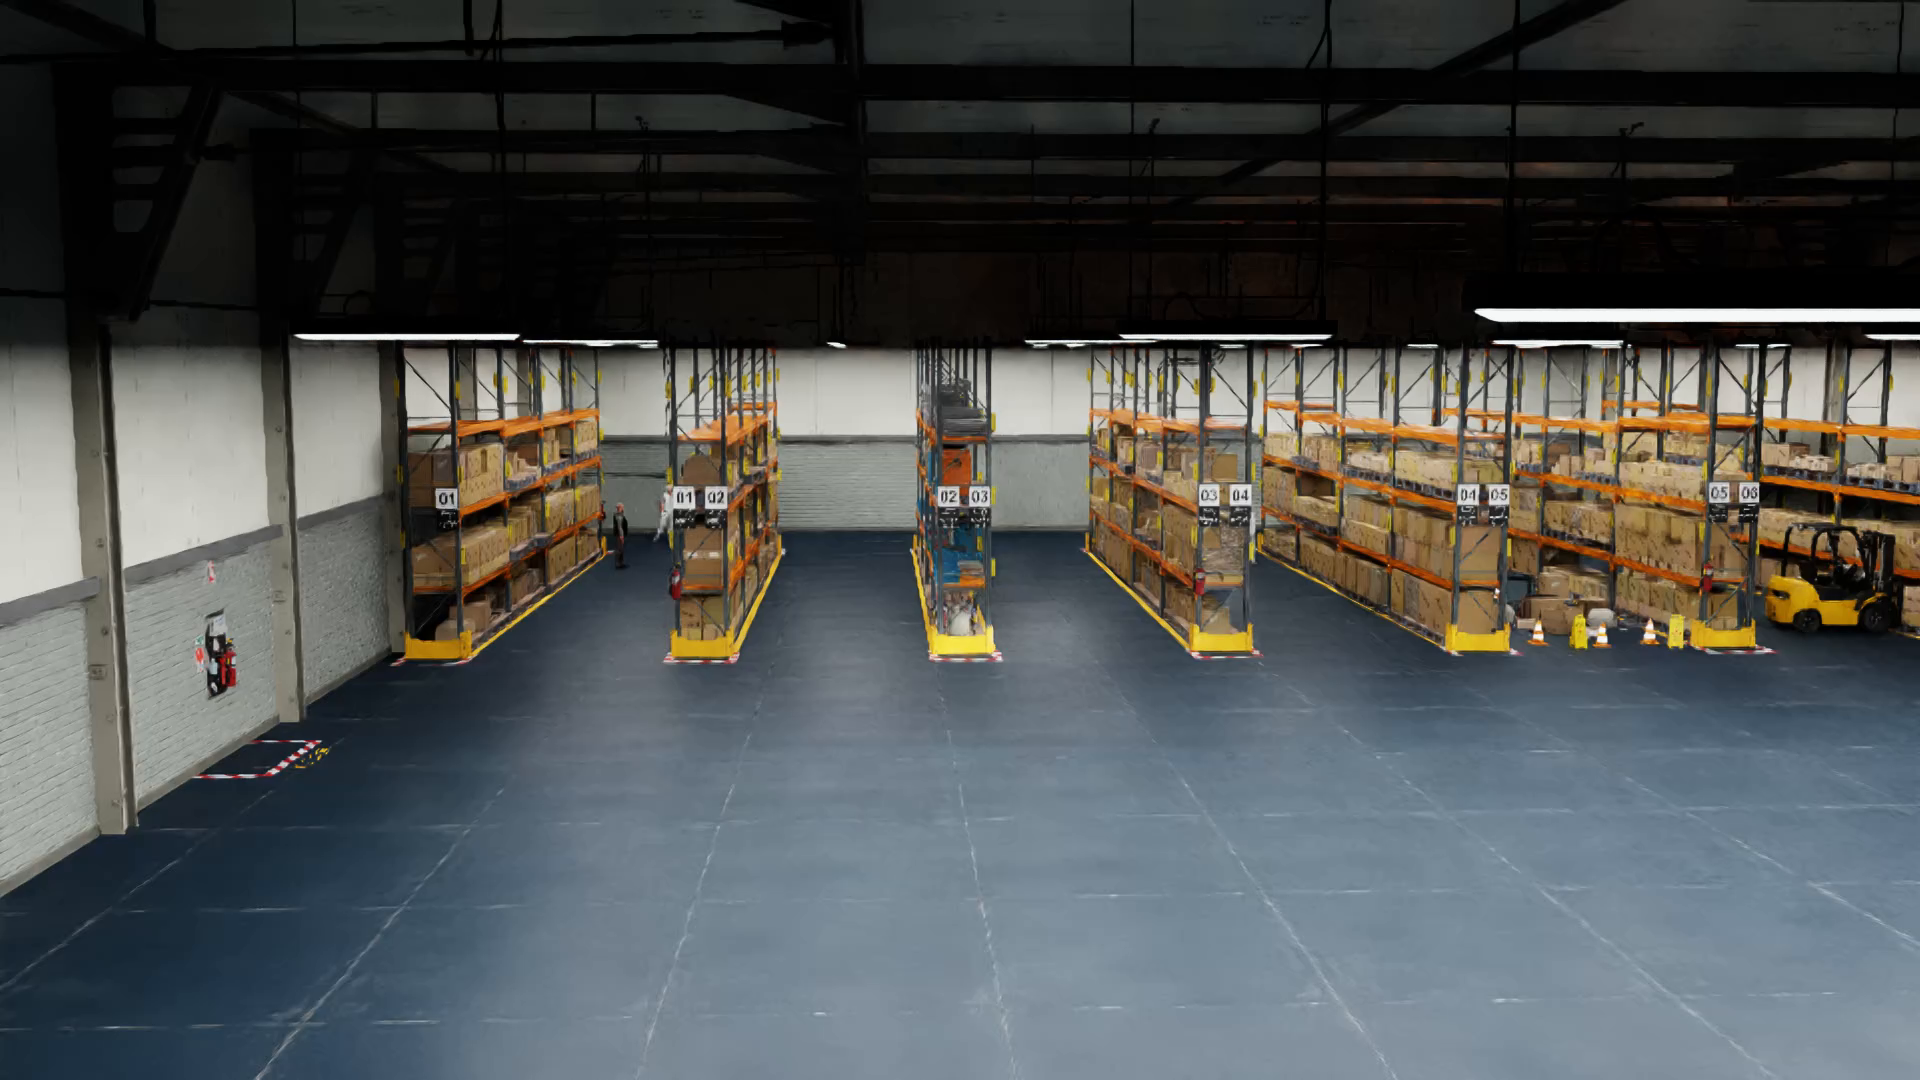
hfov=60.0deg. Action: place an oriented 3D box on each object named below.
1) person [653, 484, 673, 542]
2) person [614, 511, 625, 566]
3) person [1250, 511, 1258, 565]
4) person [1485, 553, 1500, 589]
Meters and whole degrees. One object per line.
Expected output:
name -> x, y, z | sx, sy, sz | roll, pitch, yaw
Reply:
person -> -8.850, -0.824, 49.885 | 0.740, 1.779, 0.530 | -6, 9, -42
person -> -8.954, -0.056, 43.814 | 0.348, 1.464, 0.599 | -2, 7, -14
person -> 7.719, -0.093, 44.656 | 0.446, 1.484, 1.104 | 0, 6, -1
person -> 12.824, 0.486, 39.678 | 0.555, 1.451, 0.514 | 3, 7, 22
